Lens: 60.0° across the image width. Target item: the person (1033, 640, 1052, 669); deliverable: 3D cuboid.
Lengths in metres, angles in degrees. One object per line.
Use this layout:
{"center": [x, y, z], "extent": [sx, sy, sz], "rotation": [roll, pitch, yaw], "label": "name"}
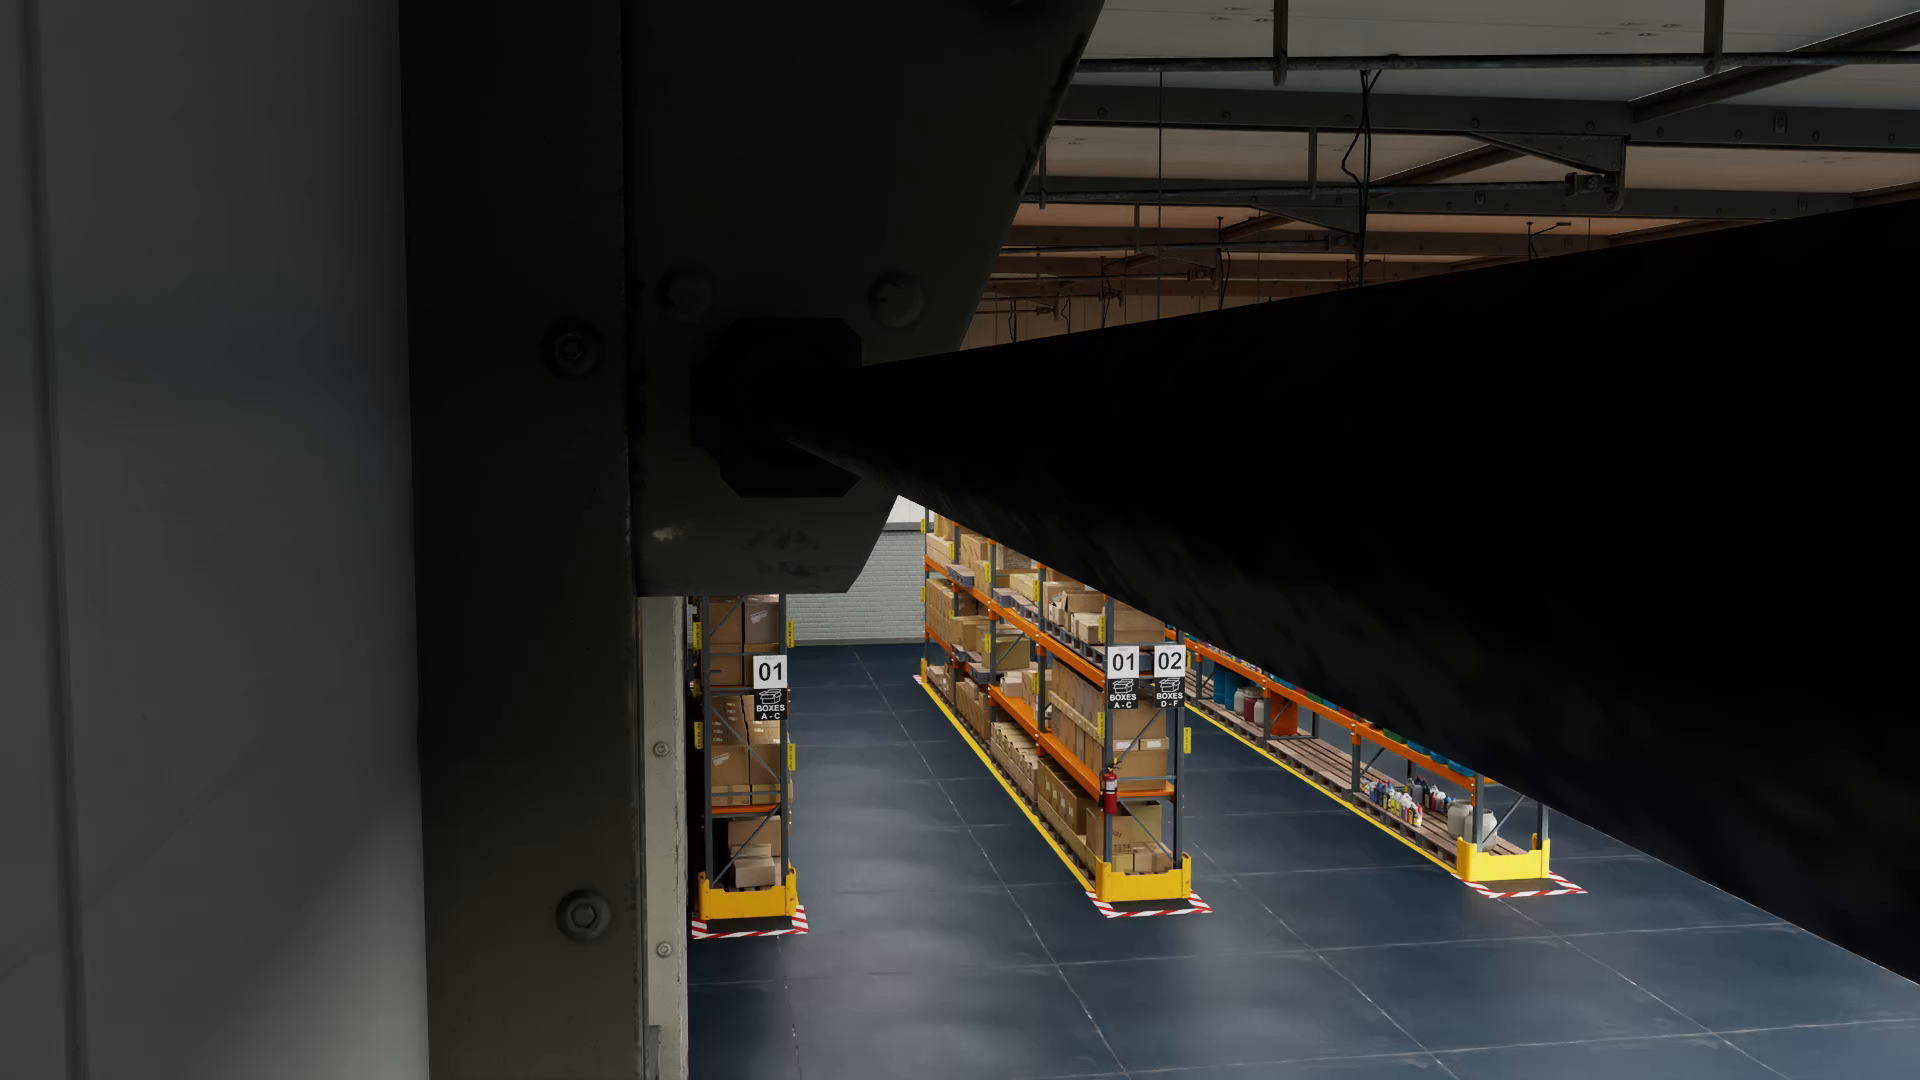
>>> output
{"center": [1.732, 2.043, 36.146], "extent": [0.749, 1.742, 0.689], "rotation": [-3, 6, -31], "label": "person"}
